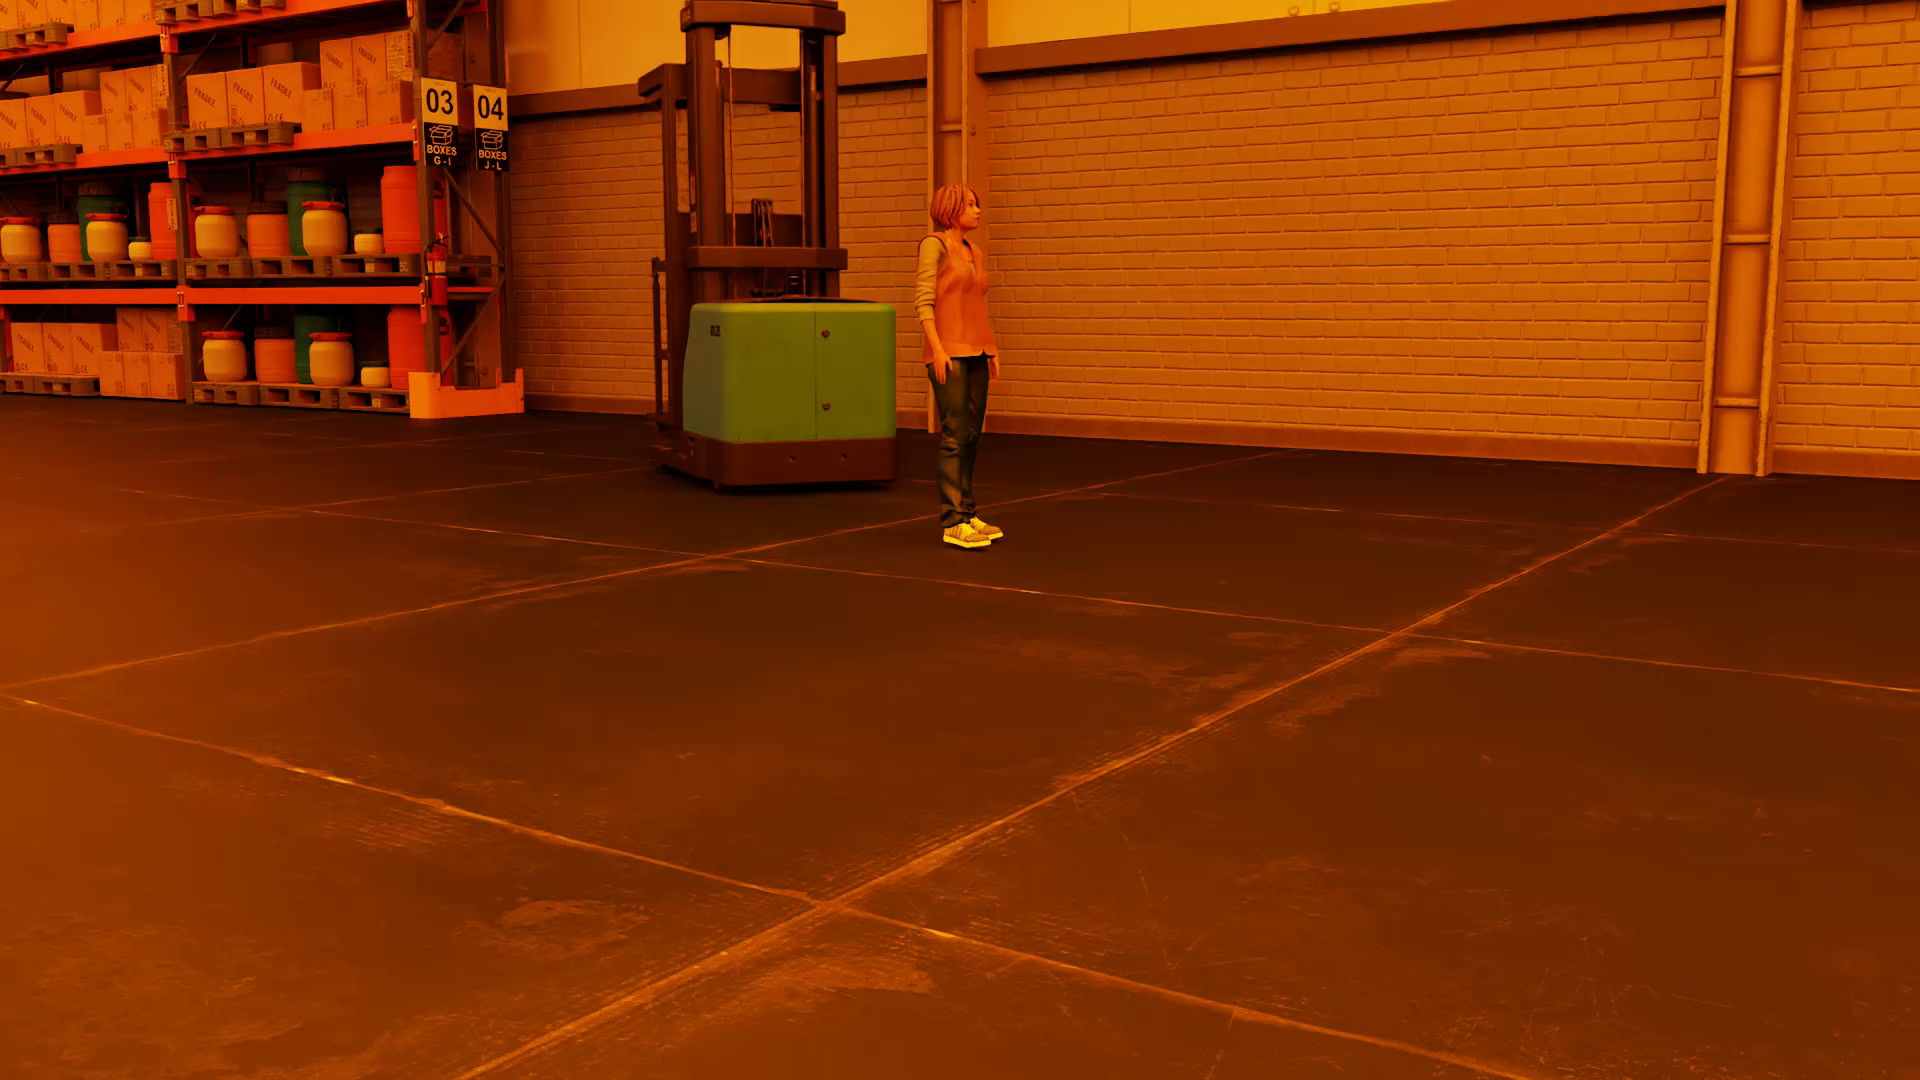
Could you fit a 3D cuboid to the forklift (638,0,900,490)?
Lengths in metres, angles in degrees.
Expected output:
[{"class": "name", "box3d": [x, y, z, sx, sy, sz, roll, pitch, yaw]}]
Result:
[{"class": "forklift", "box3d": [-1.387, -1.900, 10.556, 1.130, 2.935, 3.031, -3, 9, -23]}]

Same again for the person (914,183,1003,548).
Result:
[{"class": "person", "box3d": [0.054, -0.790, 7.438, 0.473, 1.599, 0.521, 5, 10, 34]}]
